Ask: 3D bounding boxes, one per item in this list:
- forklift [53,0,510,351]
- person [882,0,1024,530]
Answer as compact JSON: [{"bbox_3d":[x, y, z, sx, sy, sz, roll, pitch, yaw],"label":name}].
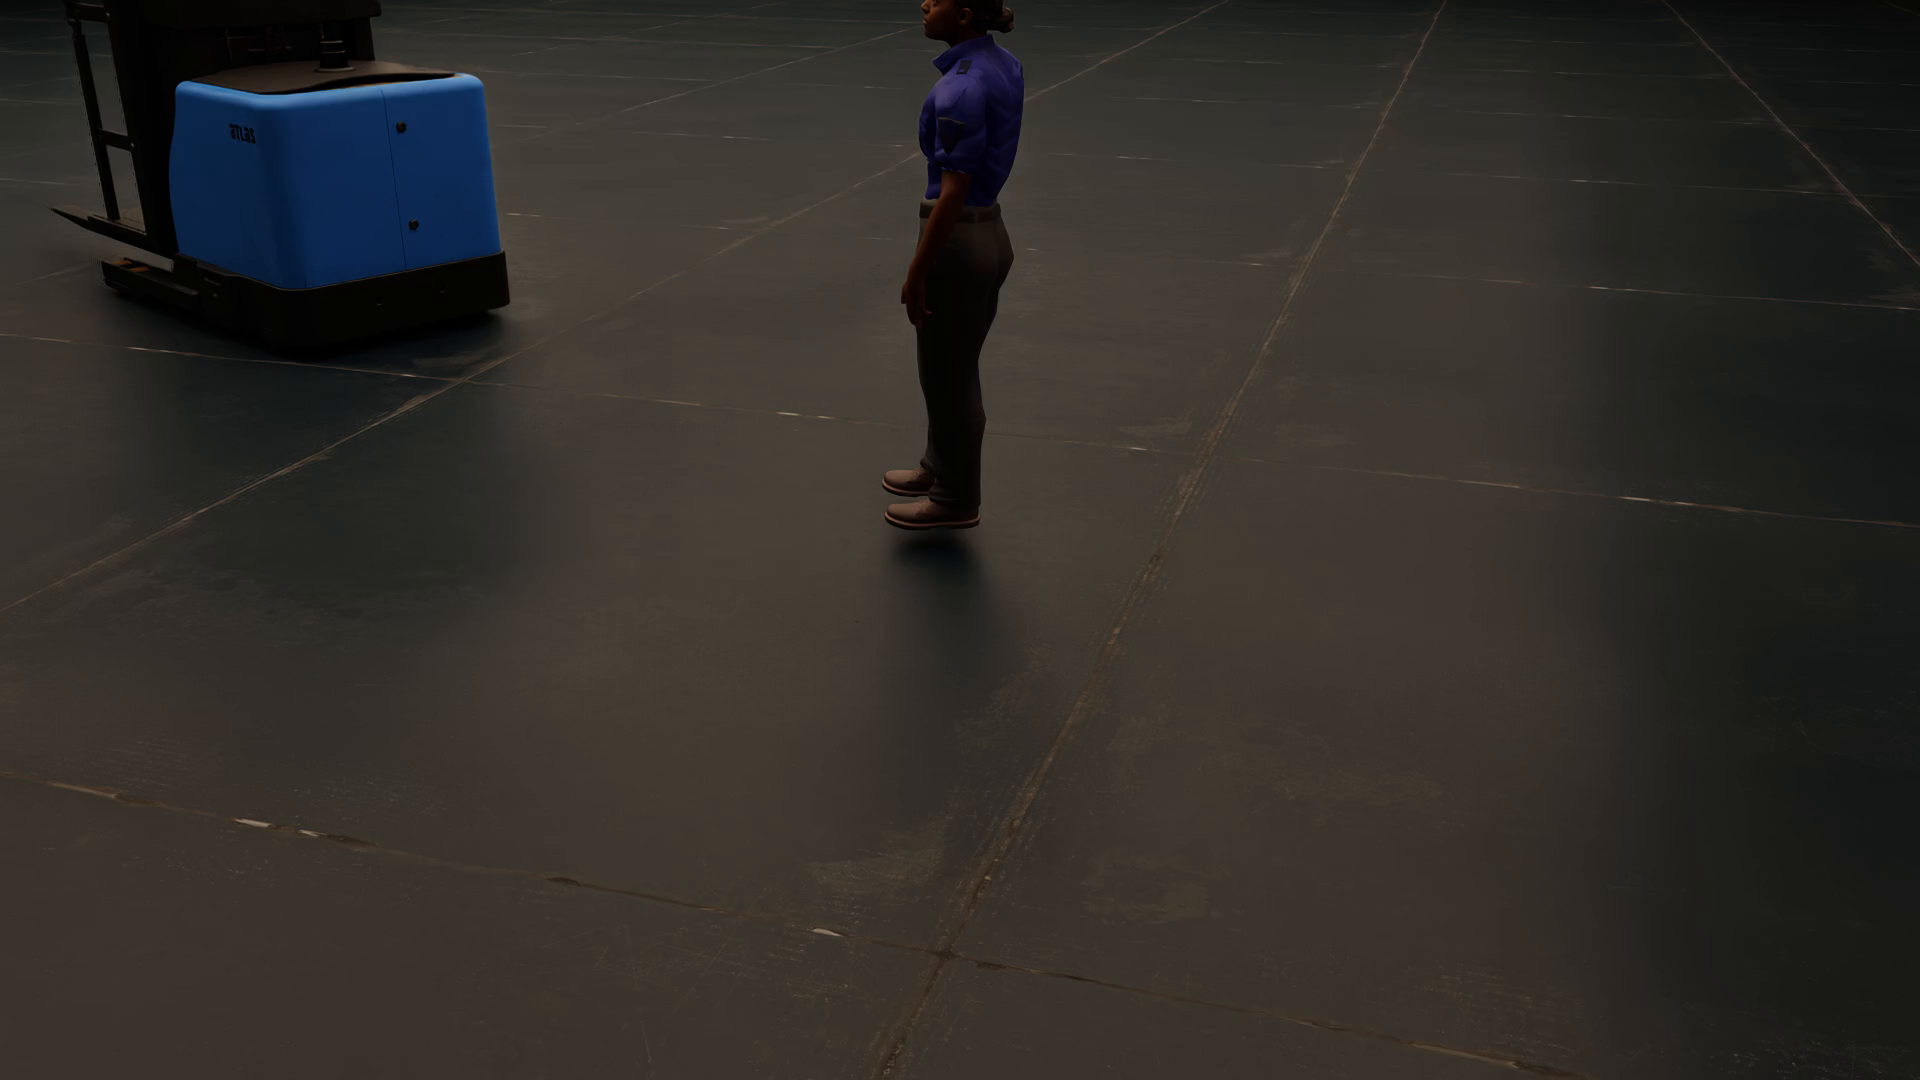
[{"bbox_3d":[-3.460,-2.606,7.591,3.031,2.935,1.130,20,29,39],"label":"forklift"},{"bbox_3d":[-0.077,-0.825,4.829,0.504,1.654,0.569,7,23,16],"label":"person"}]
